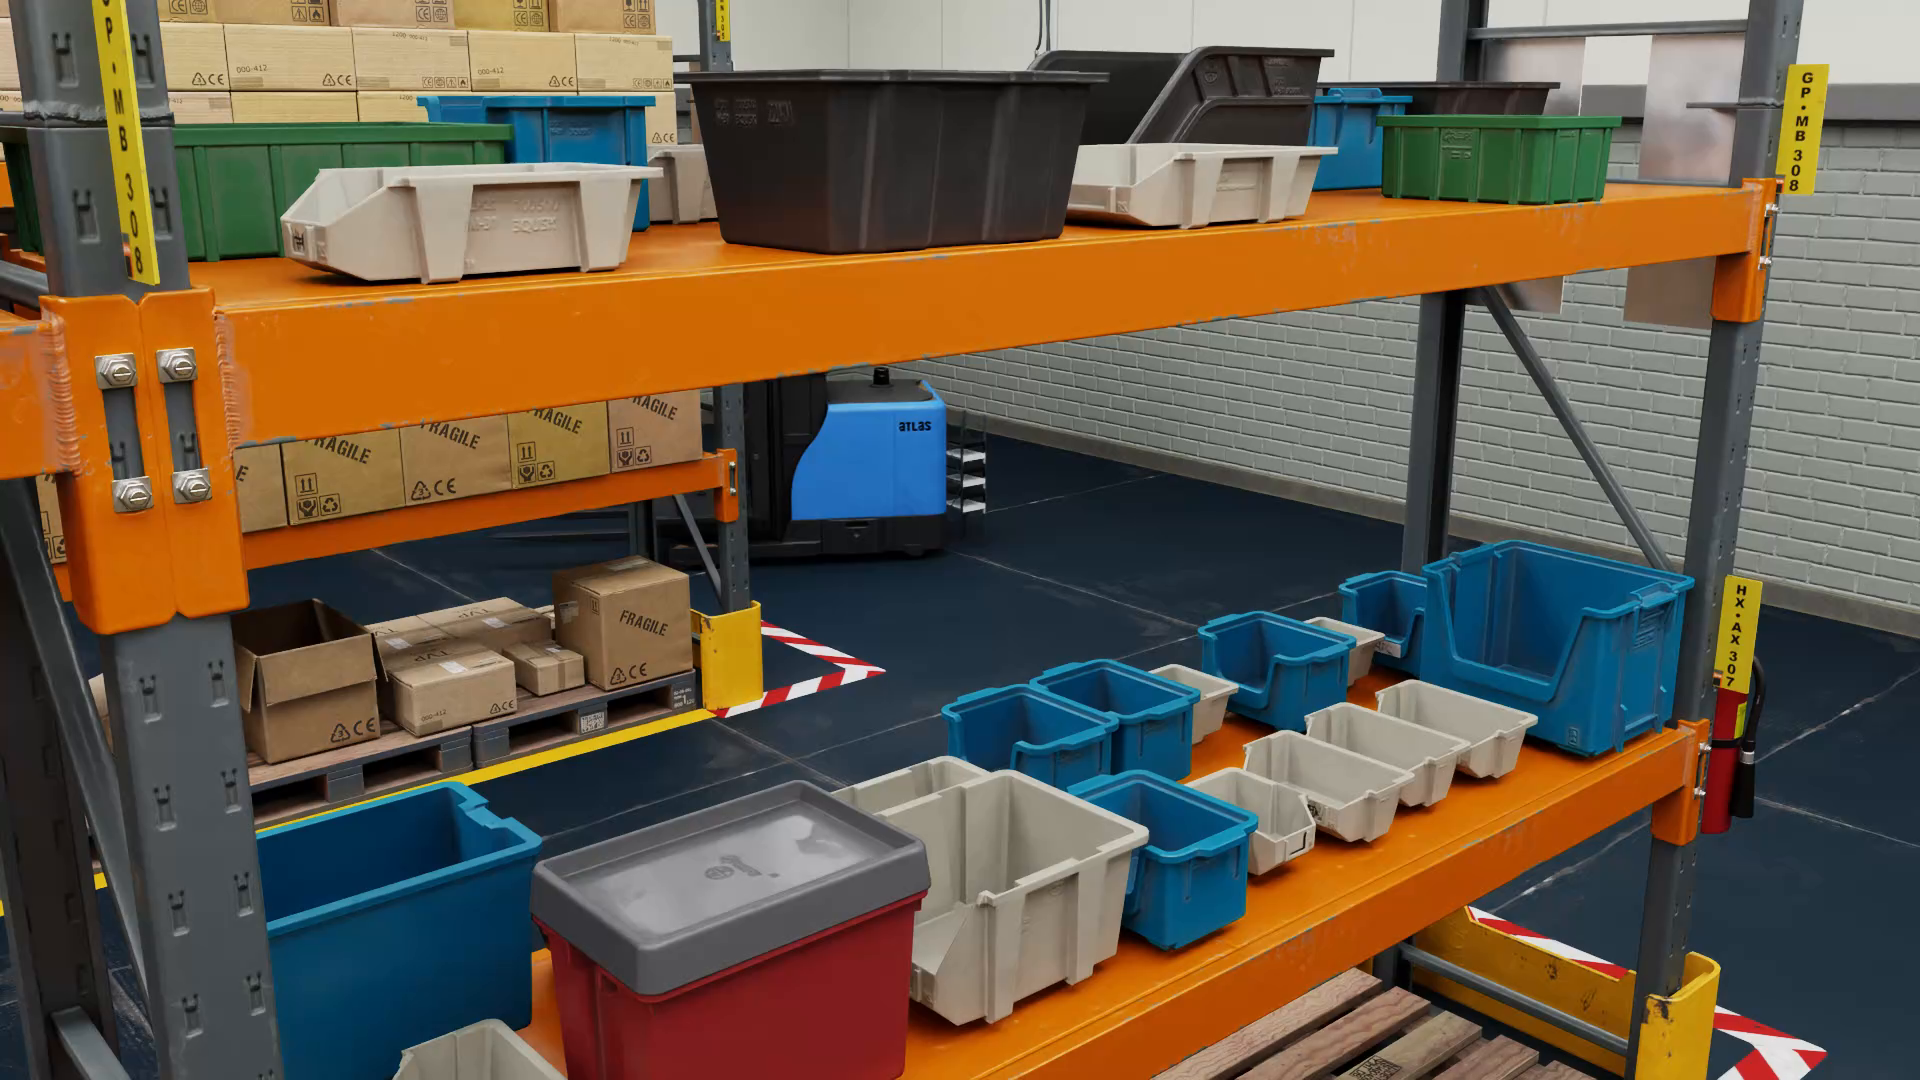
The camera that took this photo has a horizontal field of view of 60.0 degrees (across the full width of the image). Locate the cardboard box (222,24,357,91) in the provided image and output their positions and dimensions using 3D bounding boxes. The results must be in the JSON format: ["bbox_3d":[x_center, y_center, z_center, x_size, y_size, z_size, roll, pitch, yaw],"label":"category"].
[{"bbox_3d":[-2.806,-1.954,6.762,0.500,0.250,0.500,-13,19,-39],"label":"cardboard box"}]

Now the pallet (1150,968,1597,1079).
[{"bbox_3d":[1.145,1.717,4.912,1.213,0.211,1.003,-13,19,-39],"label":"pallet"}]

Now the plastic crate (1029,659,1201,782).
[{"bbox_3d":[0.397,0.491,4.309,0.300,0.233,0.416,-13,19,-39],"label":"plastic crate"}]

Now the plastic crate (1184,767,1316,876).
[{"bbox_3d":[0.663,0.662,3.855,0.250,0.136,0.298,-13,19,-39],"label":"plastic crate"}]

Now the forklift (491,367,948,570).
[{"bbox_3d":[-1.642,-1.361,11.167,3.031,2.935,1.130,-2,15,-8],"label":"forklift"}]

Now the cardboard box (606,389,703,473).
[{"bbox_3d":[-1.615,-0.646,8.164,0.500,0.500,0.500,-12,19,-38],"label":"cardboard box"}]

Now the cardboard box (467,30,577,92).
[{"bbox_3d":[-2.053,-2.124,7.398,0.500,0.250,0.500,-13,19,-39],"label":"cardboard box"}]

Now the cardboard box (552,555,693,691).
[{"bbox_3d":[-1.704,0.408,8.401,0.500,0.500,0.500,-13,19,-39],"label":"cardboard box"}]

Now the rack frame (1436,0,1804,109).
[{"bbox_3d":[1.793,-2.660,4.273,0.127,3.000,1.000,-13,19,-39],"label":"rack frame"}]

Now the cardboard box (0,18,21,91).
[{"bbox_3d":[-3.568,-1.787,6.136,0.500,0.250,0.500,-13,19,-39],"label":"cardboard box"}]

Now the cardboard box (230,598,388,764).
[{"bbox_3d":[-3.060,0.625,7.583,0.637,0.503,0.797,-13,19,-39],"label":"cardboard box"}]

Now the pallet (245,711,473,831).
[{"bbox_3d":[-3.034,0.974,7.695,1.213,0.211,1.003,-13,19,-39],"label":"pallet"}]

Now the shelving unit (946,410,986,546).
[{"bbox_3d":[0.023,-0.436,11.638,0.210,0.900,0.258,-12,19,-37],"label":"shelving unit"}]

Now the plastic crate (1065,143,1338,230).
[{"bbox_3d":[0.397,-0.686,3.202,0.530,0.136,0.437,-13,19,-39],"label":"plastic crate"}]

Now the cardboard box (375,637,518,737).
[{"bbox_3d":[-2.441,0.684,7.852,0.500,0.250,0.500,-13,19,-39],"label":"cardboard box"}]

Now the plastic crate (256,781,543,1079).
[{"bbox_3d":[-1.096,0.749,3.049,0.575,0.384,0.392,-13,19,-39],"label":"plastic crate"}]

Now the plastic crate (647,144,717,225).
[{"bbox_3d":[-0.515,-0.696,3.241,0.466,0.136,0.293,-13,19,-39],"label":"plastic crate"}]

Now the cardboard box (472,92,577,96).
[{"bbox_3d":[-2.055,-1.883,7.464,0.500,0.250,0.500,-13,19,-39],"label":"cardboard box"}]

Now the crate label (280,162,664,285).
[{"bbox_3d":[-0.666,-0.433,2.257,0.466,0.136,0.293,-13,19,-39],"label":"crate label"}]

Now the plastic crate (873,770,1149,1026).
[{"bbox_3d":[0.048,0.721,3.352,0.530,0.282,0.437,-13,19,-39],"label":"plastic crate"}]

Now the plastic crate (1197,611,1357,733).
[{"bbox_3d":[0.894,0.379,4.727,0.300,0.233,0.416,-13,19,-39],"label":"plastic crate"}]

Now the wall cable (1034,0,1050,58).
[{"bbox_3d":[-0.209,-3.978,15.220,0.112,2.526,3.097,-13,19,-39],"label":"wall cable"}]

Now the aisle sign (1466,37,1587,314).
[{"bbox_3d":[1.652,-1.088,4.973,0.004,0.787,0.394,-13,19,-39],"label":"aisle sign"}]

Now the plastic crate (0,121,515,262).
[{"bbox_3d":[-1.104,-0.562,2.639,0.662,0.188,0.450,-13,19,-39],"label":"plastic crate"}]

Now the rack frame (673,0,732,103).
[{"bbox_3d":[-1.456,-3.625,7.885,0.127,3.000,1.000,-13,19,-39],"label":"rack frame"}]

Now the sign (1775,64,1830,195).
[{"bbox_3d":[2.166,-1.056,4.283,0.005,0.325,0.100,-13,19,-39],"label":"sign"}]

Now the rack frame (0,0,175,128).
[{"bbox_3d":[-1.225,-1.983,1.736,0.127,3.000,1.000,-13,19,-39],"label":"rack frame"}]

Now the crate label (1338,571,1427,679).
[{"bbox_3d":[1.390,0.268,5.144,0.303,0.233,0.416,-13,19,-39],"label":"crate label"}]

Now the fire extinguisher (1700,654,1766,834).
[{"bbox_3d":[2.205,0.518,4.869,0.183,0.674,0.296,-13,19,-39],"label":"fire extinguisher"}]

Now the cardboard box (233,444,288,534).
[{"bbox_3d":[-3.147,-0.303,6.877,0.500,0.500,0.500,-13,20,-40],"label":"cardboard box"}]

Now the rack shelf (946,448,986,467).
[{"bbox_3d":[0.023,-0.578,11.600,0.200,0.077,0.258,-12,19,-37],"label":"rack shelf"}]

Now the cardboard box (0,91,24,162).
[{"bbox_3d":[-3.564,-1.544,6.197,0.500,0.250,0.500,-13,19,-39],"label":"cardboard box"}]

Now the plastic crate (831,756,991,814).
[{"bbox_3d":[-0.108,0.660,3.860,0.466,0.136,0.293,-13,19,-39],"label":"plastic crate"}]

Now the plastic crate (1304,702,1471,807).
[{"bbox_3d":[1.068,0.556,4.251,0.243,0.136,0.396,-13,19,-39],"label":"plastic crate"}]

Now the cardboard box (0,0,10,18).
[{"bbox_3d":[-3.661,-2.177,6.143,0.500,0.500,0.700,-13,19,-39],"label":"cardboard box"}]

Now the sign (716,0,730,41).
[{"bbox_3d":[-1.107,-2.493,7.741,0.005,0.325,0.100,-13,19,-39],"label":"sign"}]

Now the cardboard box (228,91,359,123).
[{"bbox_3d":[-2.811,-1.714,6.833,0.500,0.250,0.500,-13,19,-39],"label":"cardboard box"}]

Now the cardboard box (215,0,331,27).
[{"bbox_3d":[-3.011,-2.377,6.893,0.500,0.500,0.700,-13,19,-39],"label":"cardboard box"}]

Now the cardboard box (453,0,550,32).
[{"bbox_3d":[-2.265,-2.549,7.537,0.500,0.500,0.700,-13,19,-39],"label":"cardboard box"}]

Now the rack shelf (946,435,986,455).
[{"bbox_3d":[0.023,-0.665,11.577,0.200,0.077,0.258,-12,19,-37],"label":"rack shelf"}]

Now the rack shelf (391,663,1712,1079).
[{"bbox_3d":[0.284,0.924,3.871,4.000,0.370,1.077,-13,19,-39],"label":"rack shelf"}]

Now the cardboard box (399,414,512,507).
[{"bbox_3d":[-2.384,-0.474,7.520,0.500,0.500,0.500,-12,19,-39],"label":"cardboard box"}]

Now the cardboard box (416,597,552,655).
[{"bbox_3d":[-2.430,0.510,8.502,0.500,0.250,0.500,-13,19,-39],"label":"cardboard box"}]

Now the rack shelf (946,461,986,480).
[{"bbox_3d":[0.023,-0.491,11.623,0.200,0.077,0.258,-12,19,-37],"label":"rack shelf"}]

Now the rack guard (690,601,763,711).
[{"bbox_3d":[-1.513,0.493,8.934,0.348,0.500,1.175,-13,19,-39],"label":"rack guard"}]

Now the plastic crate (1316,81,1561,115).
[{"bbox_3d":[1.319,-1.137,4.636,0.590,0.269,0.497,-13,19,-39],"label":"plastic crate"}]

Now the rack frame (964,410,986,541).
[{"bbox_3d":[0.103,-0.452,11.699,0.006,0.900,0.240,-12,19,-37],"label":"rack frame"}]

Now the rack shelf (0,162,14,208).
[{"bbox_3d":[-2.965,-1.490,7.097,4.000,0.370,1.077,-13,19,-39],"label":"rack shelf"}]

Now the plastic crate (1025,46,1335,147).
[{"bbox_3d":[0.460,-0.976,3.899,0.767,0.338,0.504,-13,19,-39],"label":"plastic crate"}]
